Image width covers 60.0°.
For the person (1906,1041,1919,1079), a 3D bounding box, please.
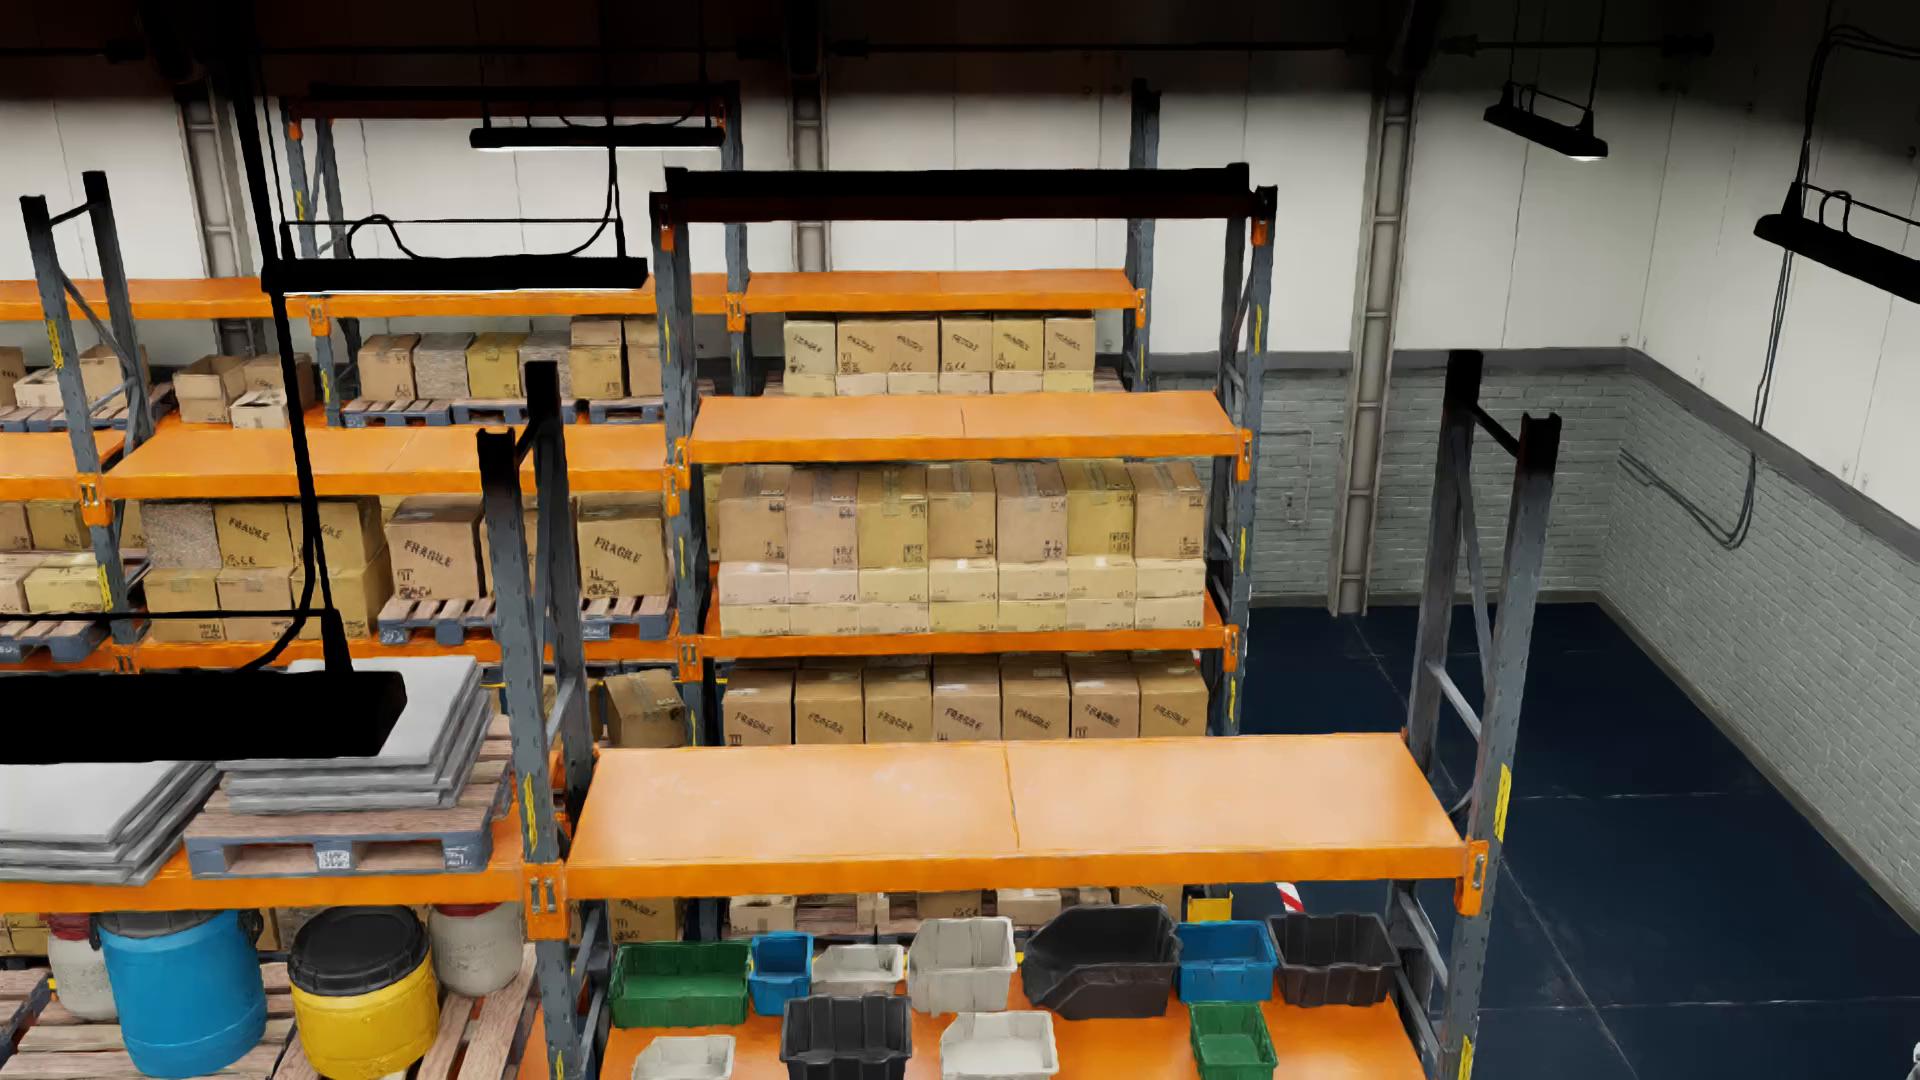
[{"bbox_3d":[6.335,3.389,10.665,0.506,1.632,0.639,-2,22,-4],"label":"person"}]
